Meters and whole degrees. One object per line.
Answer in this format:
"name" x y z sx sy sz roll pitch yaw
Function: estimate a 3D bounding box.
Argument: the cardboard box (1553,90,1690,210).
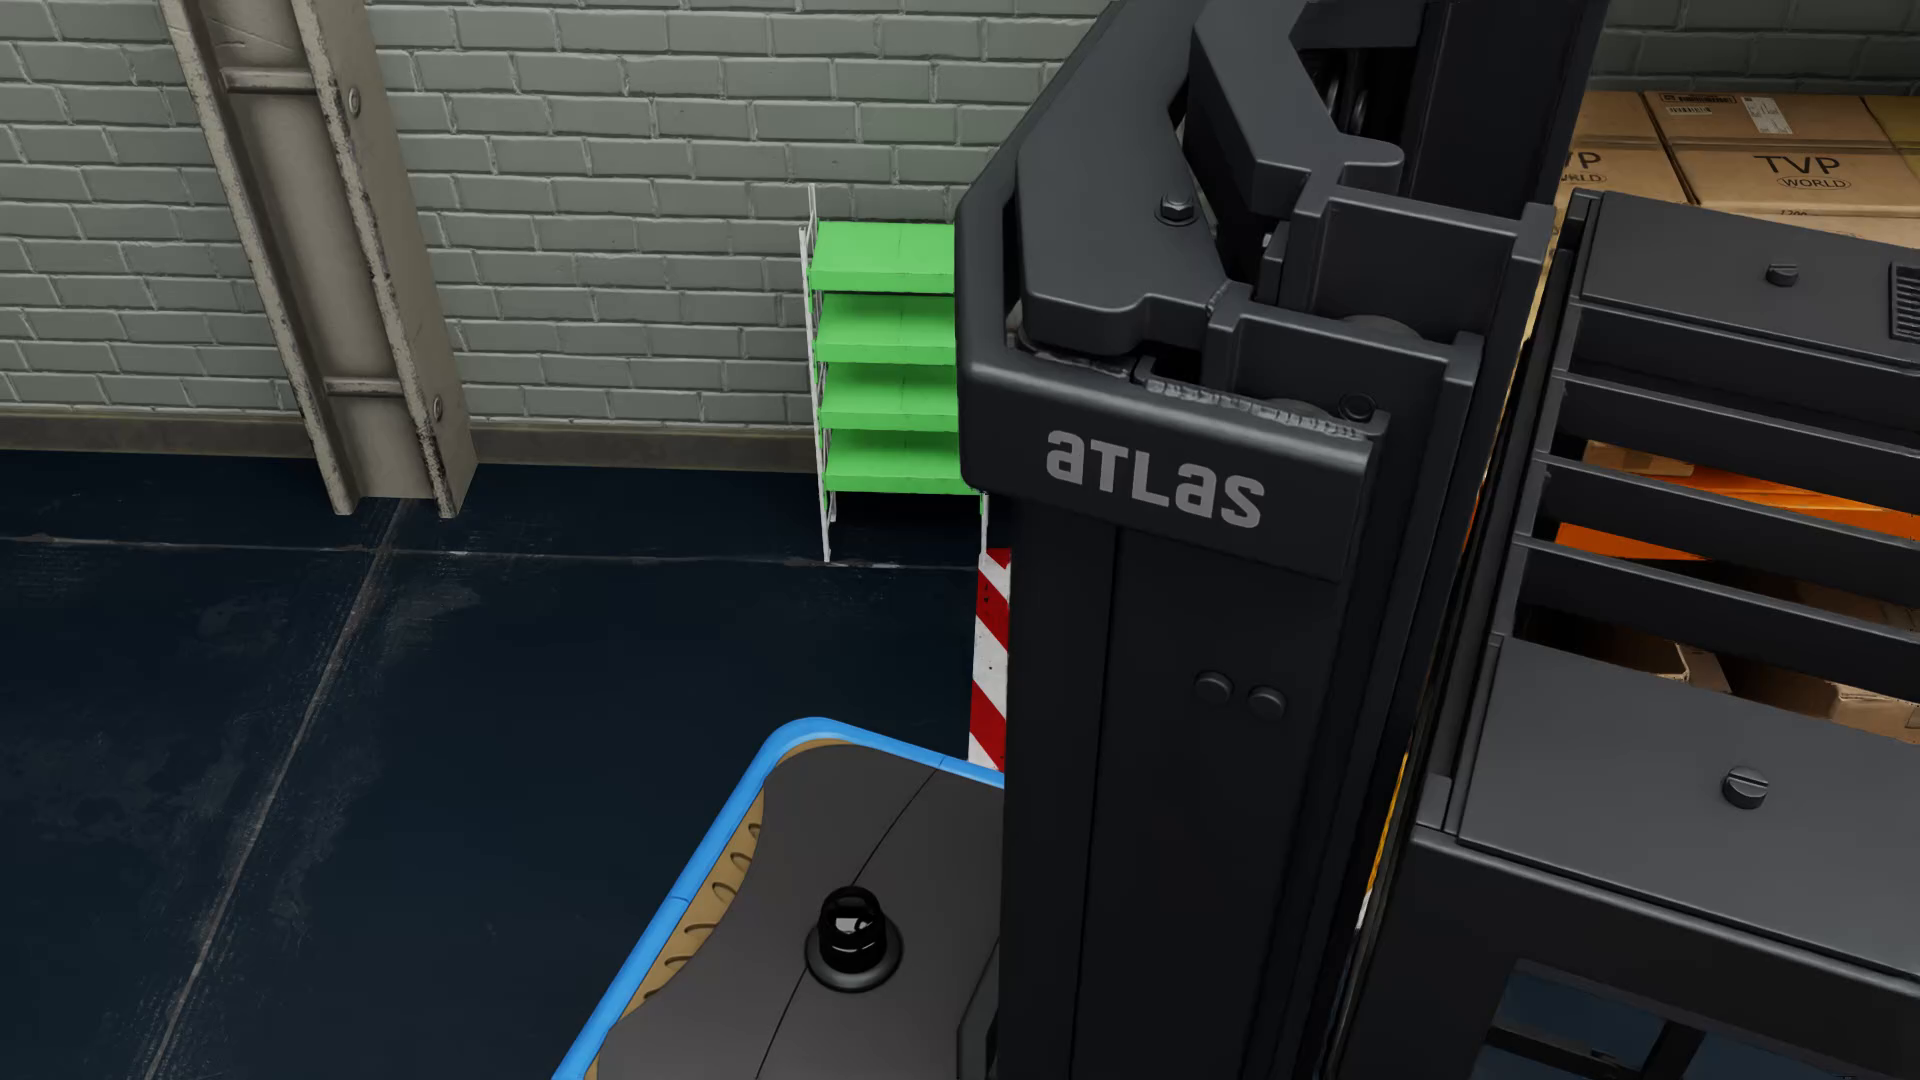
"cardboard box" 1.319 -0.803 3.803 0.500 0.250 0.500 3 43 3

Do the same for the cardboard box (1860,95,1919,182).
"cardboard box" 2.329 -0.768 3.765 0.500 0.250 0.500 3 43 3

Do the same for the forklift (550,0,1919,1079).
"forklift" 0.852 0.728 2.318 3.031 2.935 1.130 15 45 16

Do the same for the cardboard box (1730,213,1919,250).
"cardboard box" 1.792 -0.423 3.396 0.500 0.250 0.500 2 43 2

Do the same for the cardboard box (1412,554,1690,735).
"cardboard box" 1.454 0.261 4.293 0.637 0.503 0.797 0 43 0

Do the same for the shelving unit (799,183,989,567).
"shelving unit" -0.165 -0.444 4.846 0.503 1.200 0.258 2 43 2

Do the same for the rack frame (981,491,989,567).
"rack frame" 0.078 -0.437 4.838 0.015 1.200 0.240 2 43 2

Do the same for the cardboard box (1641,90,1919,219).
"cardboard box" 1.834 -0.786 3.785 0.500 0.250 0.500 2 43 2

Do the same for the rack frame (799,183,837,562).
"rack frame" -0.409 -0.452 4.855 0.015 1.200 0.240 2 43 2

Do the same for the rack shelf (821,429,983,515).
"rack shelf" -0.165 -0.222 5.054 0.480 0.148 0.258 2 43 2

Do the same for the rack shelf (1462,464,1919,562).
"rack shelf" 2.846 -0.258 3.854 4.000 0.370 1.077 2 43 2

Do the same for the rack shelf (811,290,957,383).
"rack shelf" -0.166 -0.573 4.726 0.480 0.148 0.258 2 43 2

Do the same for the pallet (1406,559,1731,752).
"pallet" 1.720 0.464 4.597 1.213 0.211 1.003 2 43 2

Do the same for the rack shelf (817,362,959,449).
"rack shelf" -0.165 -0.397 4.890 0.480 0.148 0.258 2 43 2

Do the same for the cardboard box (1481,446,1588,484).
"cardboard box" 1.164 -0.293 3.549 0.250 0.149 0.380 1 43 2

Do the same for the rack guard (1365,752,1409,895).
"rack guard" 0.924 0.335 4.524 0.348 0.500 1.175 2 43 2

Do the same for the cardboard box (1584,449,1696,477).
"cardboard box" 1.420 -0.317 3.574 0.250 0.149 0.380 3 43 3

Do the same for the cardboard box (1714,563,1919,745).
"cardboard box" 2.307 0.315 4.237 0.500 0.500 0.700 3 43 4

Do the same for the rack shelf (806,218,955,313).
"rack shelf" -0.166 -0.749 4.563 0.480 0.148 0.258 2 43 2

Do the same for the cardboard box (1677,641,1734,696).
"cardboard box" 1.877 0.430 4.371 0.250 0.149 0.380 0 43 0

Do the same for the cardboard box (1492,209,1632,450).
"cardboard box" 1.289 -0.439 3.412 0.500 0.250 0.500 2 43 2
